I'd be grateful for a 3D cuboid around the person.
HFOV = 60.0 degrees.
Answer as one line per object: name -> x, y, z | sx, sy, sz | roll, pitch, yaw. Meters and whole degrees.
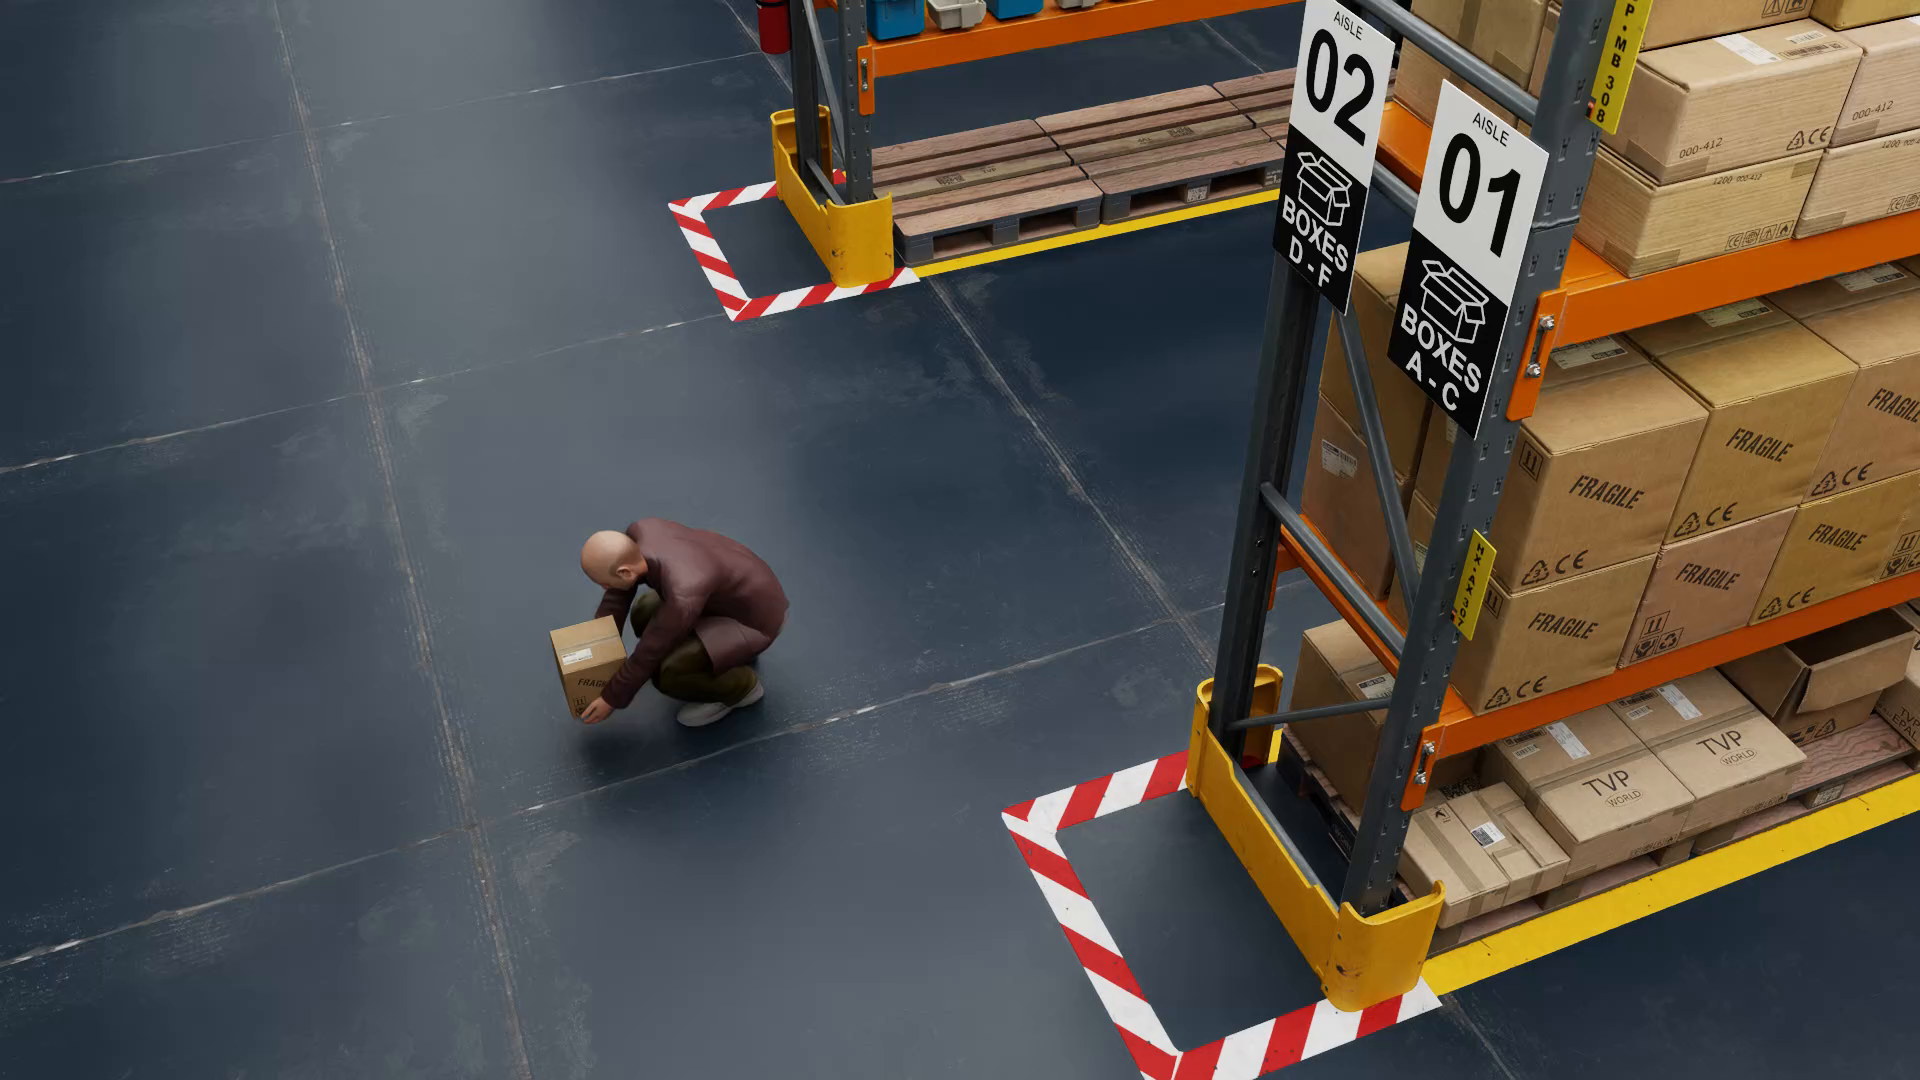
person -> -1.105, 0.273, 6.459 | 0.895, 0.992, 0.600 | -15, 43, -17
